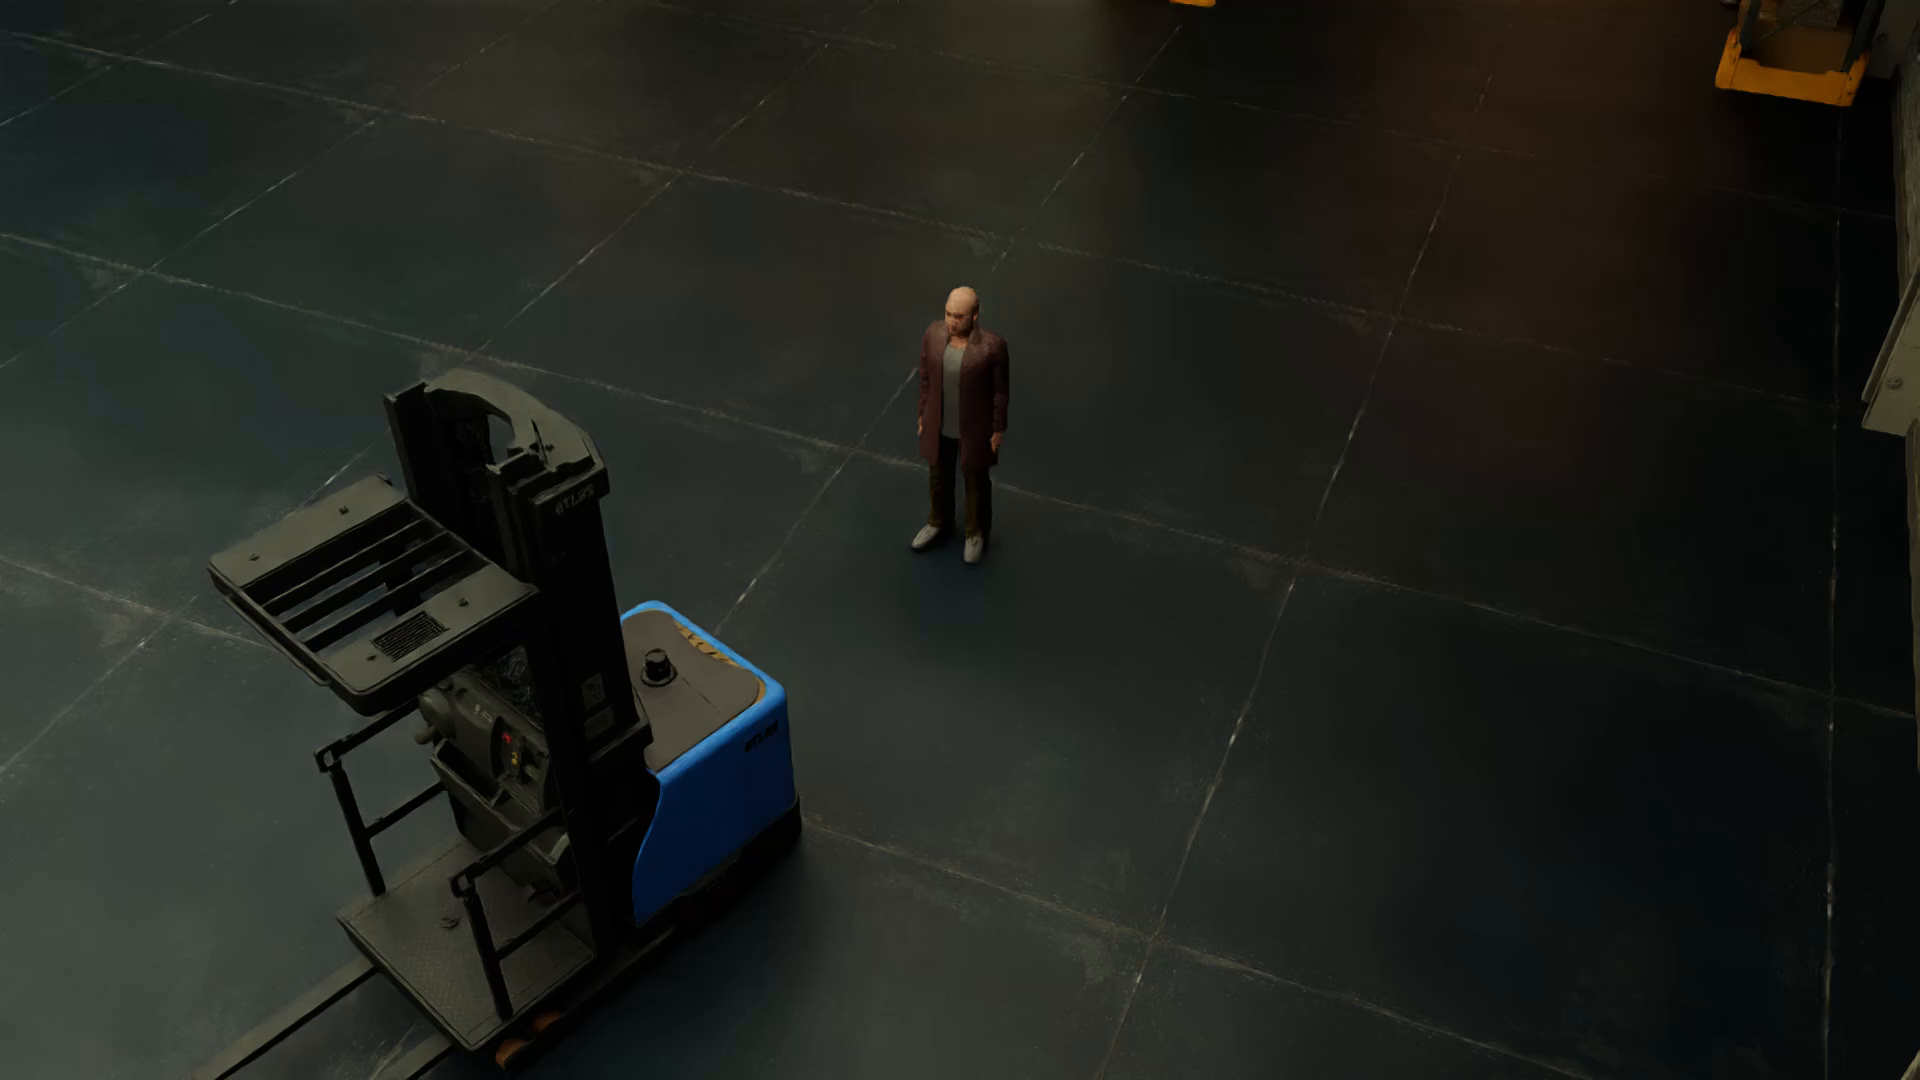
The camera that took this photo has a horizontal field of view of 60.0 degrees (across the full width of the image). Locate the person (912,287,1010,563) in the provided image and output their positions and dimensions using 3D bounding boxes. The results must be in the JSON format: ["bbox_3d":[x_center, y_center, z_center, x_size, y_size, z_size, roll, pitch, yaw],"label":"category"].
[{"bbox_3d":[-0.008,-0.668,9.698,0.558,1.783,0.377,15,42,17],"label":"person"}]

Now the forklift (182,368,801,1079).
[{"bbox_3d":[-2.168,0.884,6.951,1.130,2.935,3.031,30,49,31],"label":"forklift"}]
